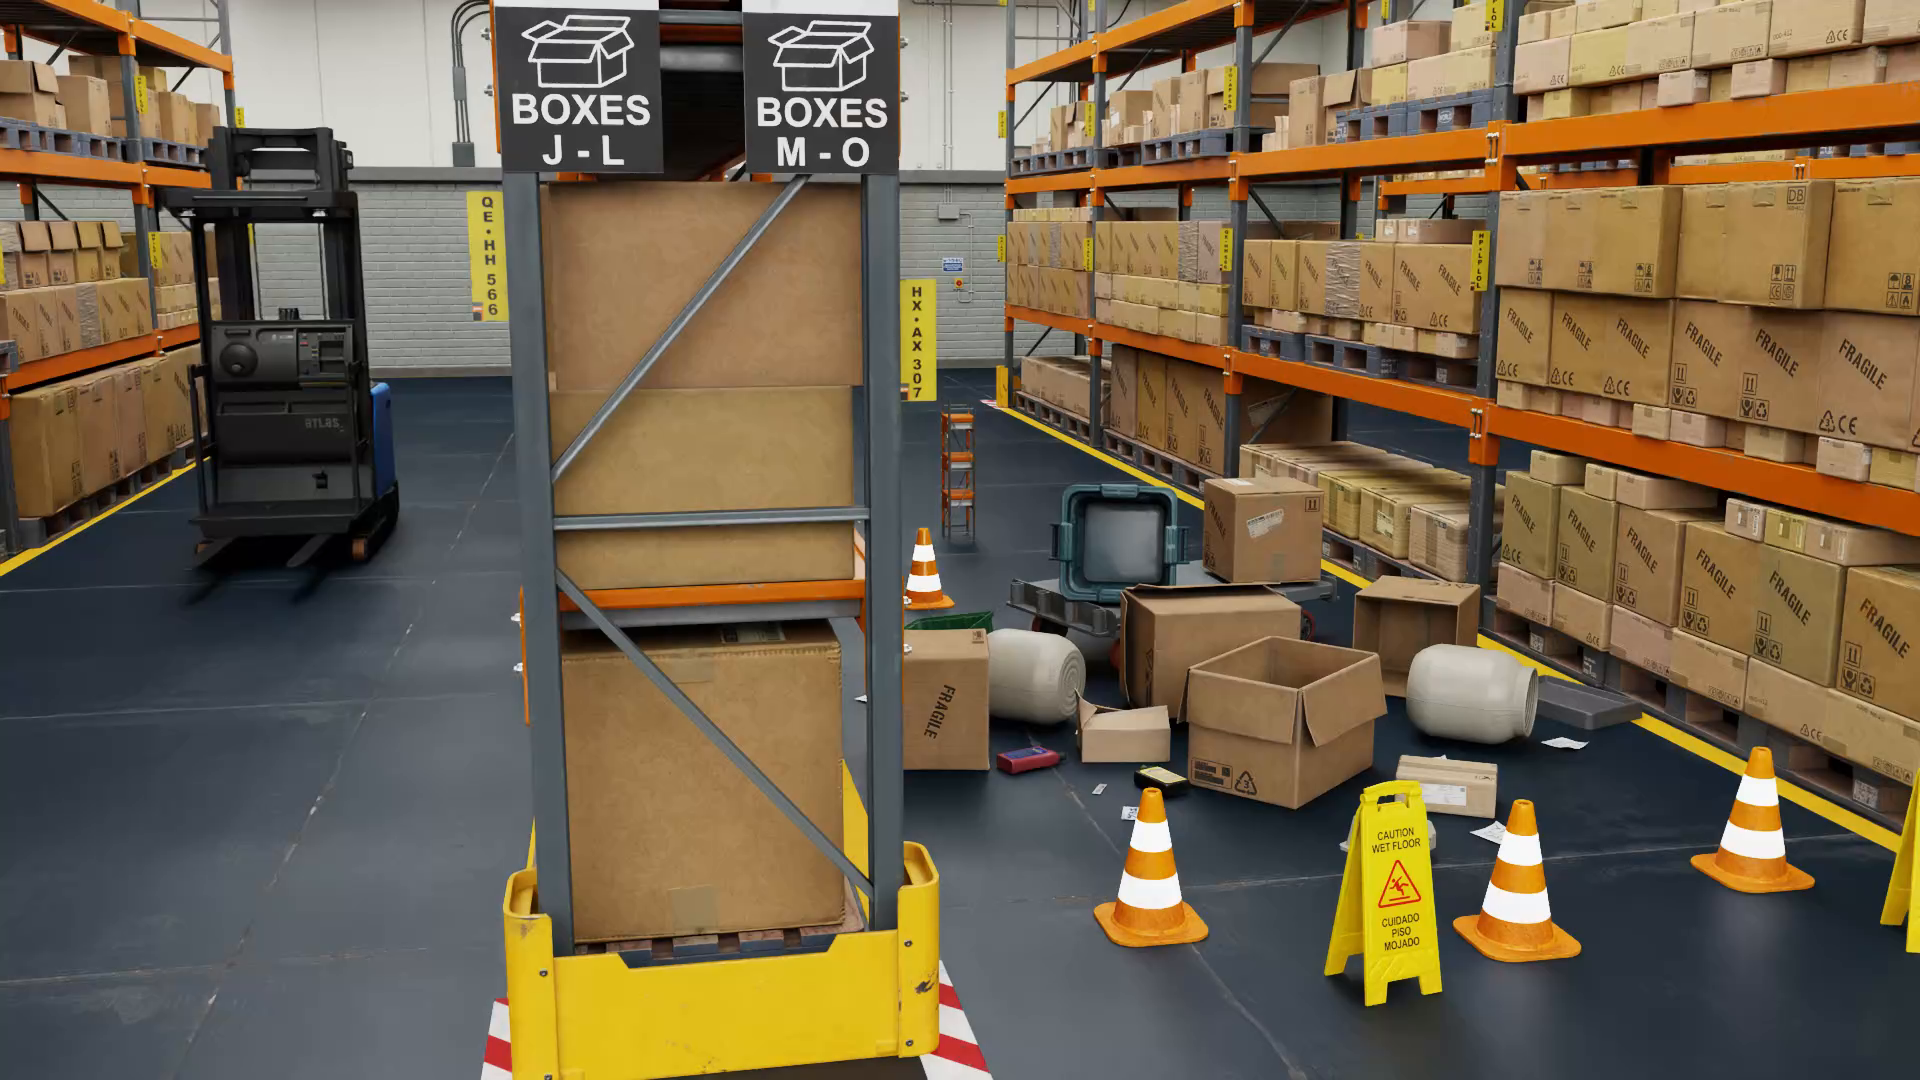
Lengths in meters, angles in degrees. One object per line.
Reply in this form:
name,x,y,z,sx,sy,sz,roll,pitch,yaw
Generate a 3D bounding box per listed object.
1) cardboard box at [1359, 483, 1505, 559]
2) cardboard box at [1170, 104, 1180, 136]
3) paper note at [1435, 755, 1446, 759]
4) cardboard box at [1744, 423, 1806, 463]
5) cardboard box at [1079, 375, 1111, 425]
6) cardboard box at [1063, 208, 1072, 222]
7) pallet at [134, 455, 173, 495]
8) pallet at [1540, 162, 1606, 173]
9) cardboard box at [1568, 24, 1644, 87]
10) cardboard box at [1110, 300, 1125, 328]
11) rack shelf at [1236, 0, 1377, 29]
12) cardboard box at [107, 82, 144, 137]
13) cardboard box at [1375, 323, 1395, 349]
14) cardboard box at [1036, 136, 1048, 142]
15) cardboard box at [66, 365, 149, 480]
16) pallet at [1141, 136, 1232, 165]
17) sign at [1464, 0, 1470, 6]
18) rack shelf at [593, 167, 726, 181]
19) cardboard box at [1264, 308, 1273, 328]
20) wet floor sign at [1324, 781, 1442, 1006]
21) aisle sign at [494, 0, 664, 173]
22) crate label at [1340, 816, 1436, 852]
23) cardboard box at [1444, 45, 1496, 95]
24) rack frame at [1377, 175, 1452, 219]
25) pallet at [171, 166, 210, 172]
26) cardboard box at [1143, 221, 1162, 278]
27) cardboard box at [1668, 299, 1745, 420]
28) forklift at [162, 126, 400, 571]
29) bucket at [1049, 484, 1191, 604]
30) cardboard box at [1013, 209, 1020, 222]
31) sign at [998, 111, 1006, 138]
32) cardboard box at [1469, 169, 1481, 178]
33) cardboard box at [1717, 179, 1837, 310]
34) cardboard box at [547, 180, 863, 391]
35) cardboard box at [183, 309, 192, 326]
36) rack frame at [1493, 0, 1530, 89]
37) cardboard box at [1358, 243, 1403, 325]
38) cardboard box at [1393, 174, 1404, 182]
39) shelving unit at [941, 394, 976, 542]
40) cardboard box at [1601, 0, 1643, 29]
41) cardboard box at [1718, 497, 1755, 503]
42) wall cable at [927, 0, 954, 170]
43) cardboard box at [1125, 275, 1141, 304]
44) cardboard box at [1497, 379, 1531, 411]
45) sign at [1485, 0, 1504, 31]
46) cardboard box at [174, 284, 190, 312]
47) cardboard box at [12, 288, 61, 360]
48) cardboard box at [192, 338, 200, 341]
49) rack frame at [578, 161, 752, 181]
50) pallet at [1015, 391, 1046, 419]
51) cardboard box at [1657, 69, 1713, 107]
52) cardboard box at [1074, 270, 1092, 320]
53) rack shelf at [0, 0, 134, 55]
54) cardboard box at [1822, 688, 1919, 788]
cardboard box,3.151,-0.128,10.750,0.950,0.372,0.625,-1,11,-7
cardboard box,2.010,-3.572,14.154,0.396,0.266,0.258,-2,11,-12
paper note,2.022,0.951,7.149,0.148,0.019,0.142,2,11,9
cardboard box,3.577,-0.420,7.054,0.380,0.149,0.250,-2,11,-12
cardboard box,1.826,-1.518,17.881,0.875,0.438,0.875,-2,11,-12
cardboard box,1.336,-3.544,18.120,0.380,0.149,0.250,-2,11,-11
pallet,-7.654,-0.583,14.694,1.003,0.211,1.213,-2,11,-11
pallet,6.769,-3.892,17.103,1.213,0.211,1.003,-2,11,-11
cardboard box,3.325,-2.346,8.081,0.500,0.250,0.500,-2,11,-11
cardboard box,1.772,-2.193,16.097,0.500,0.250,0.500,-2,11,-12
rack shelf,3.010,-3.749,10.817,1.077,0.370,4.000,-2,11,-11
cardboard box,-8.089,-4.011,15.566,0.700,0.500,0.500,-3,11,-14
cardboard box,2.856,-1.293,10.518,0.380,0.149,0.250,-2,11,-11
cardboard box,1.241,-4.761,20.178,0.500,0.250,0.500,-3,11,-16
cardboard box,-7.559,-0.973,13.848,1.225,0.875,0.875,-3,11,-13
pallet,2.223,-3.420,14.625,1.003,0.211,1.213,-2,11,-8
sign,6.482,-6.867,21.285,0.100,0.325,0.005,-2,11,-11
rack shelf,-2.604,-3.007,13.872,1.077,0.370,4.000,-2,11,-11
cardboard box,2.524,-1.682,12.558,0.380,0.149,0.250,-3,11,-15
wet floor sign,1.289,1.038,5.019,0.267,0.644,0.232,-4,12,-21
aisle sign,-0.939,-1.305,4.080,0.394,0.787,0.004,-2,11,-11
crate label,1.591,1.084,6.134,0.250,0.136,0.298,-9,14,-40
cardboard box,3.143,-2.692,9.576,0.500,0.250,0.500,-2,11,-12
rack frame,5.933,-3.367,21.862,1.000,3.000,0.127,-2,11,-11
pallet,-8.501,-4.119,18.031,1.003,0.211,1.213,-2,11,-11
cardboard box,1.975,-2.622,15.008,0.500,0.500,0.500,-2,11,-12
cardboard box,3.534,-0.813,7.383,0.500,0.500,0.500,-2,11,-10
forklift,-4.659,-1.330,11.345,1.130,2.935,3.031,-2,11,-10
bucket,0.851,0.017,8.777,0.726,0.611,0.620,2,1,9
cardboard box,0.862,-3.969,20.351,0.380,0.149,0.250,-2,11,-10
sign,0.519,-5.108,20.440,0.100,0.325,0.005,-2,11,-11
cardboard box,6.142,-4.274,19.280,0.380,0.149,0.250,-2,11,-10
cardboard box,3.572,-1.206,6.773,0.700,0.500,0.500,-2,11,-12
cardboard box,-0.693,-0.726,4.699,0.875,0.550,0.550,-2,11,-11
cardboard box,-7.765,-2.179,16.294,0.380,0.149,0.250,-2,11,-13
rack frame,3.399,-3.932,8.786,1.000,3.000,0.127,-2,11,-11
cardboard box,2.892,-1.648,10.647,0.500,0.500,0.500,-2,11,-9
cardboard box,5.767,-4.650,21.253,0.380,0.149,0.250,-2,11,-10
shelving unit,-0.010,-0.526,12.150,0.215,1.050,0.252,-2,11,-11
cardboard box,3.287,-2.512,7.890,0.380,0.149,0.250,-2,11,-11
cardboard box,3.978,0.077,7.994,0.500,0.500,0.500,-2,11,-8
wall cable,-0.318,-7.165,25.776,0.463,3.000,0.029,-2,11,-11
cardboard box,1.853,-2.345,15.556,0.500,0.250,0.500,-2,11,-10
cardboard box,3.146,-0.792,9.005,0.380,0.149,0.250,-2,11,-11
sign,2.855,-2.885,8.871,0.100,0.325,0.005,-2,11,-11
cardboard box,-7.804,-2.351,16.131,0.500,0.250,0.500,-2,11,-11
cardboard box,-7.030,-1.600,12.315,0.500,0.500,0.500,-2,11,-13
cardboard box,-8.276,-1.706,17.697,0.875,0.875,0.875,-2,11,-11
rack frame,-1.437,-0.786,8.303,1.000,3.000,0.127,-2,11,-11
pallet,1.297,-1.672,20.415,1.003,0.211,1.213,-2,11,-11
cardboard box,3.384,-2.029,7.483,0.380,0.149,0.250,-2,11,-12
cardboard box,1.502,-2.577,17.444,0.500,0.500,0.500,-2,11,-10
rack shelf,-7.489,-4.122,12.778,1.077,0.370,4.000,-2,11,-11
cardboard box,3.751,0.751,6.461,0.500,0.250,0.500,-2,11,-11
